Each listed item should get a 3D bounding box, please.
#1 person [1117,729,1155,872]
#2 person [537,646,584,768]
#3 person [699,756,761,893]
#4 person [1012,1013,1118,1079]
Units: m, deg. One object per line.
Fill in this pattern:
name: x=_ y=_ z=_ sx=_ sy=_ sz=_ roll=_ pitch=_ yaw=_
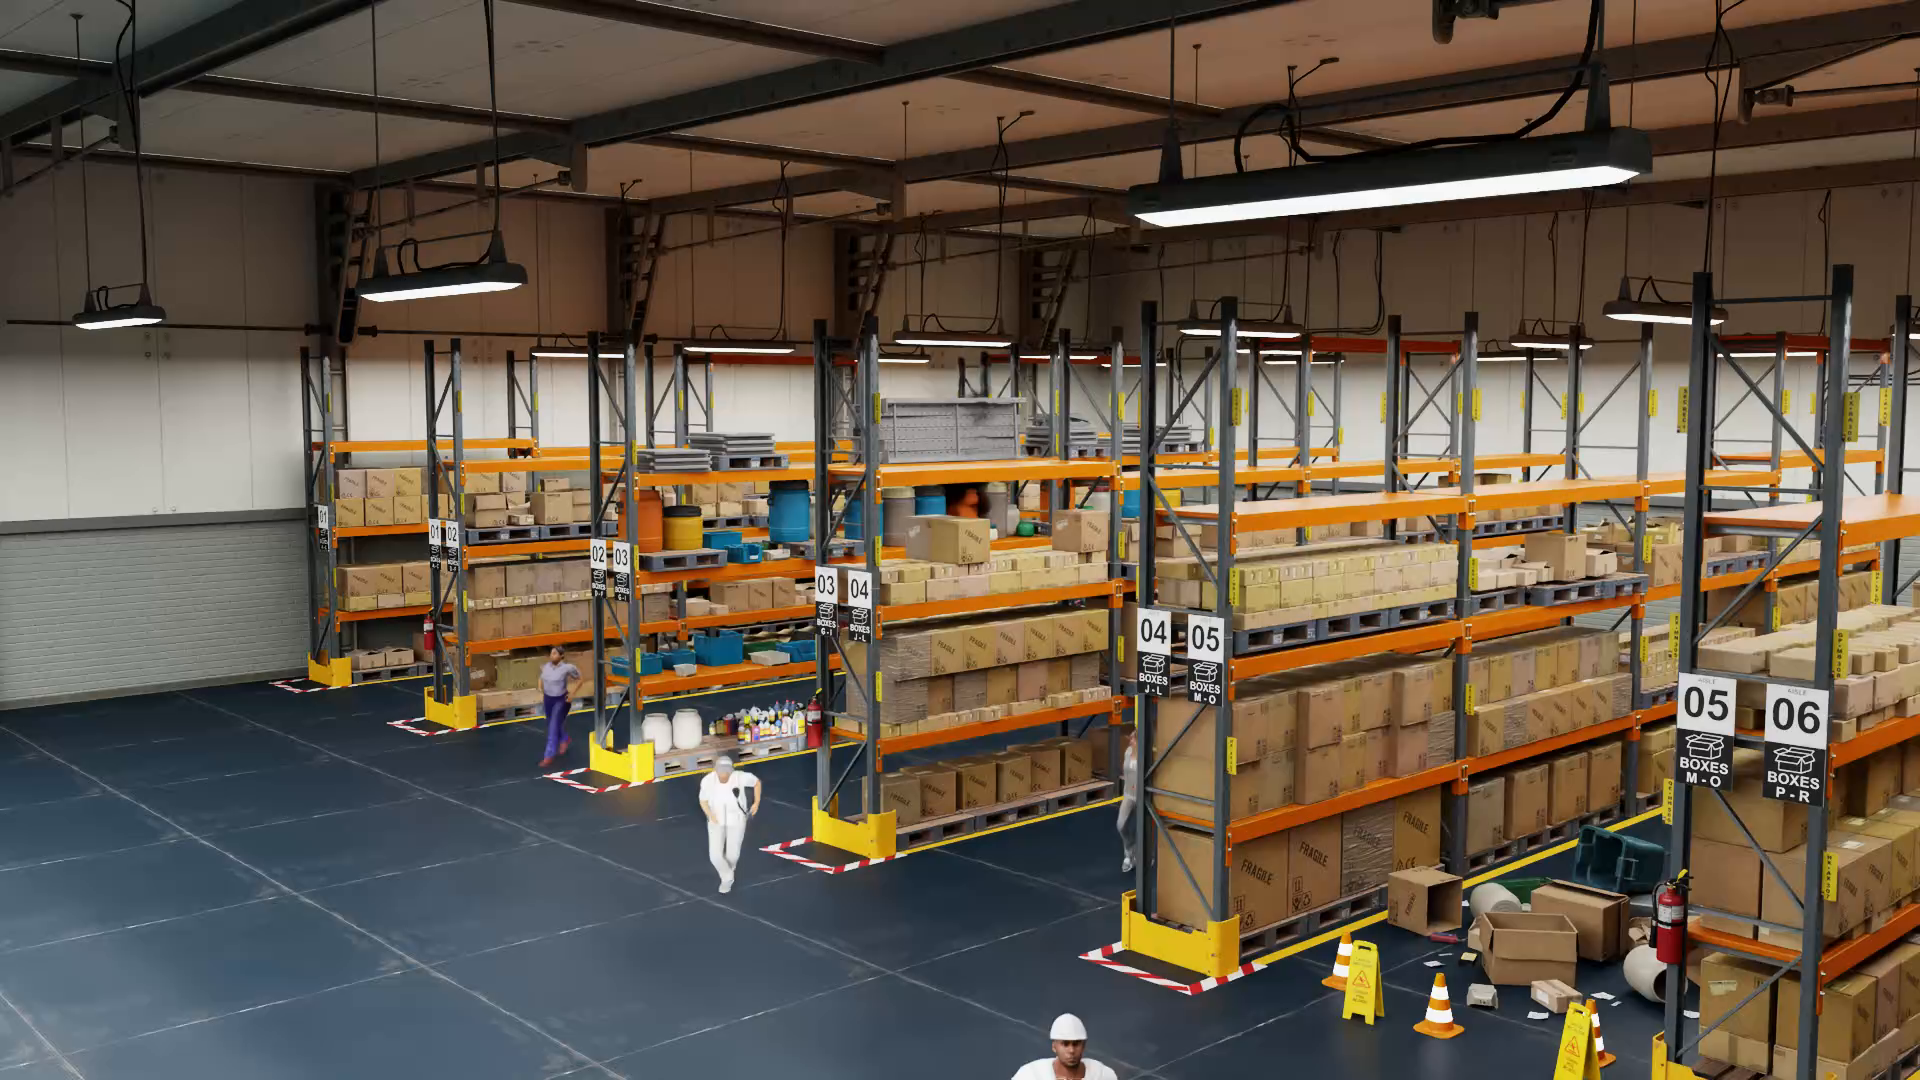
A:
person: x=1.916 y=2.808 z=17.881 sx=0.534 sy=1.577 sz=0.658 roll=3 pitch=6 yaw=34
person: x=-5.617 y=2.309 z=23.317 sx=0.632 sy=1.656 sz=0.864 roll=2 pitch=5 yaw=24
person: x=-2.366 y=2.925 z=17.158 sx=0.628 sy=1.513 sz=0.813 roll=0 pitch=5 yaw=-4
person: x=0.595 y=3.494 z=9.240 sx=0.698 sy=1.720 sz=0.576 roll=-1 pitch=5 yaw=-6
